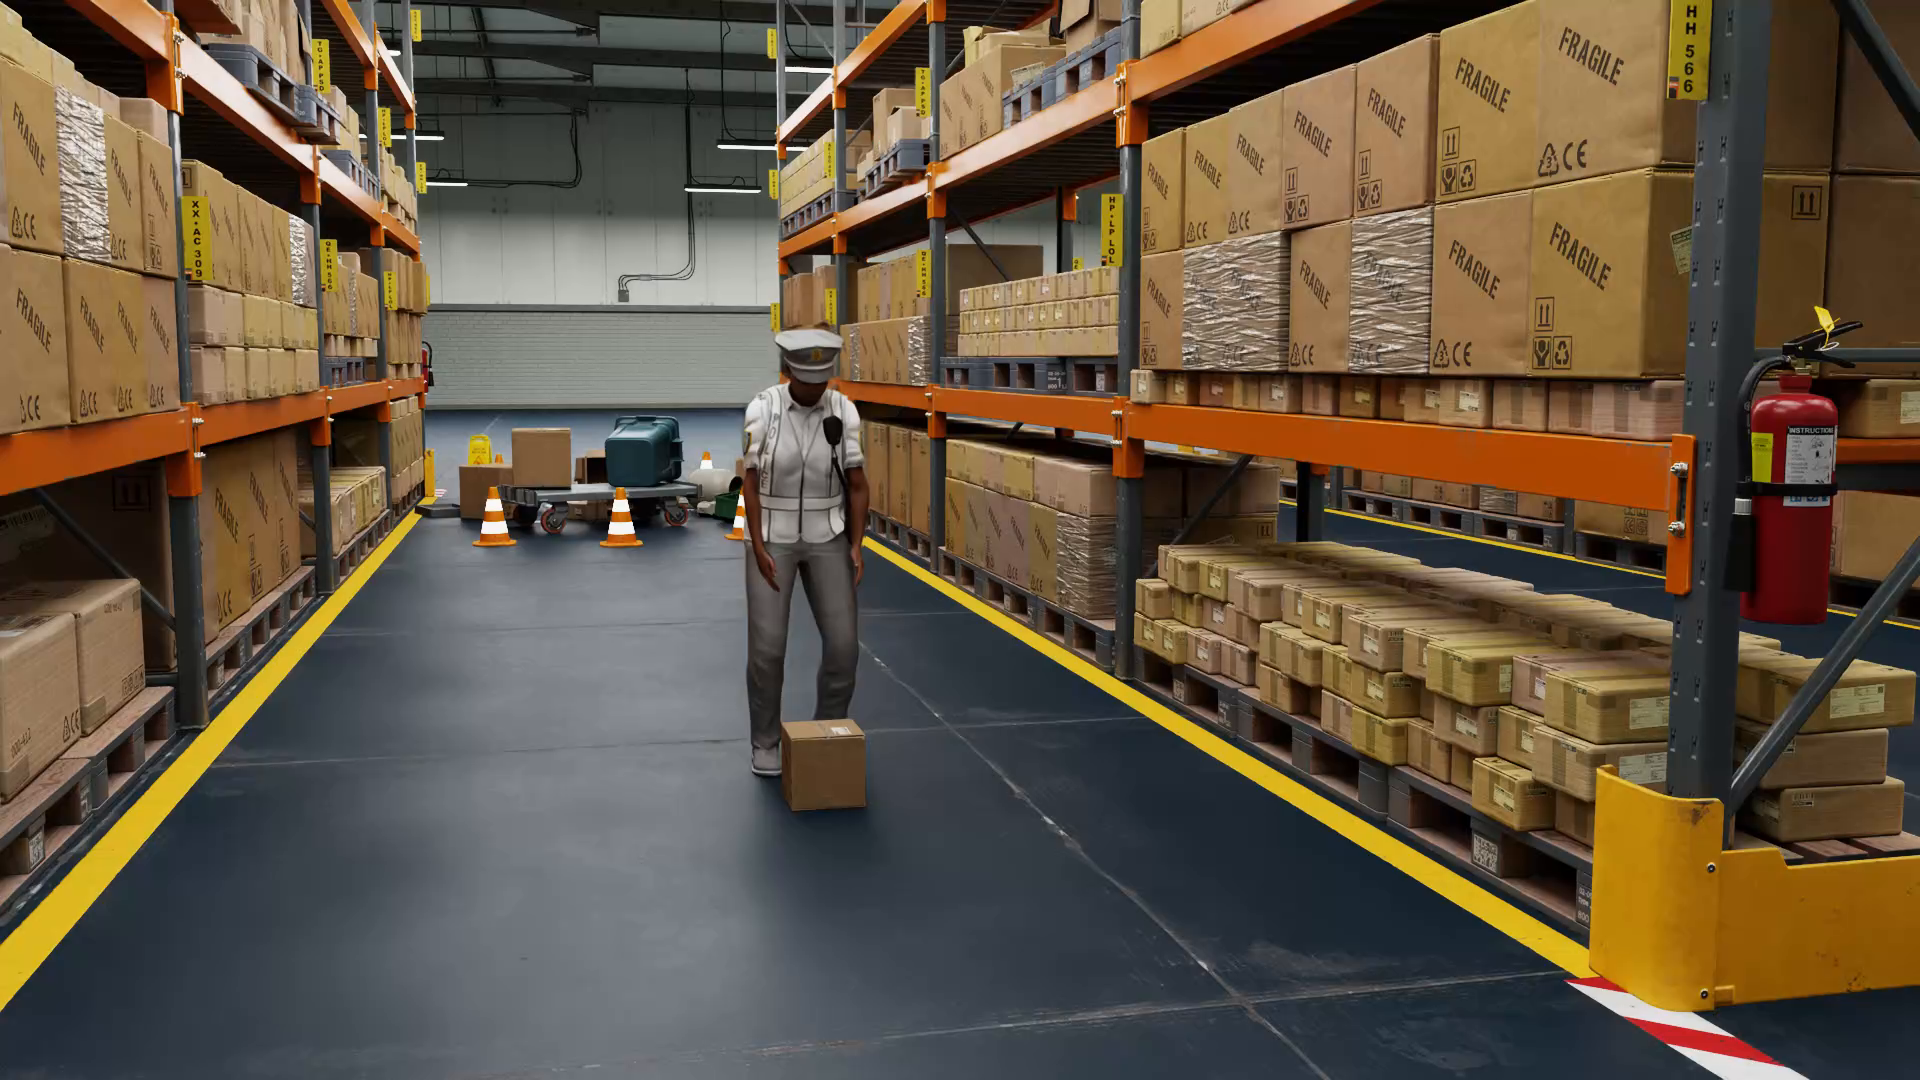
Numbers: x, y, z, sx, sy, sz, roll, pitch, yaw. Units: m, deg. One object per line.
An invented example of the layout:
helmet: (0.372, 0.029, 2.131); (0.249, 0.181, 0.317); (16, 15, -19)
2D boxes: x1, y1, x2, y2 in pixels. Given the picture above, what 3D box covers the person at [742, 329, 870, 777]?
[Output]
person: (-0.557, 0.045, 6.060); (0.461, 1.615, 0.460); (-1, 6, -12)
